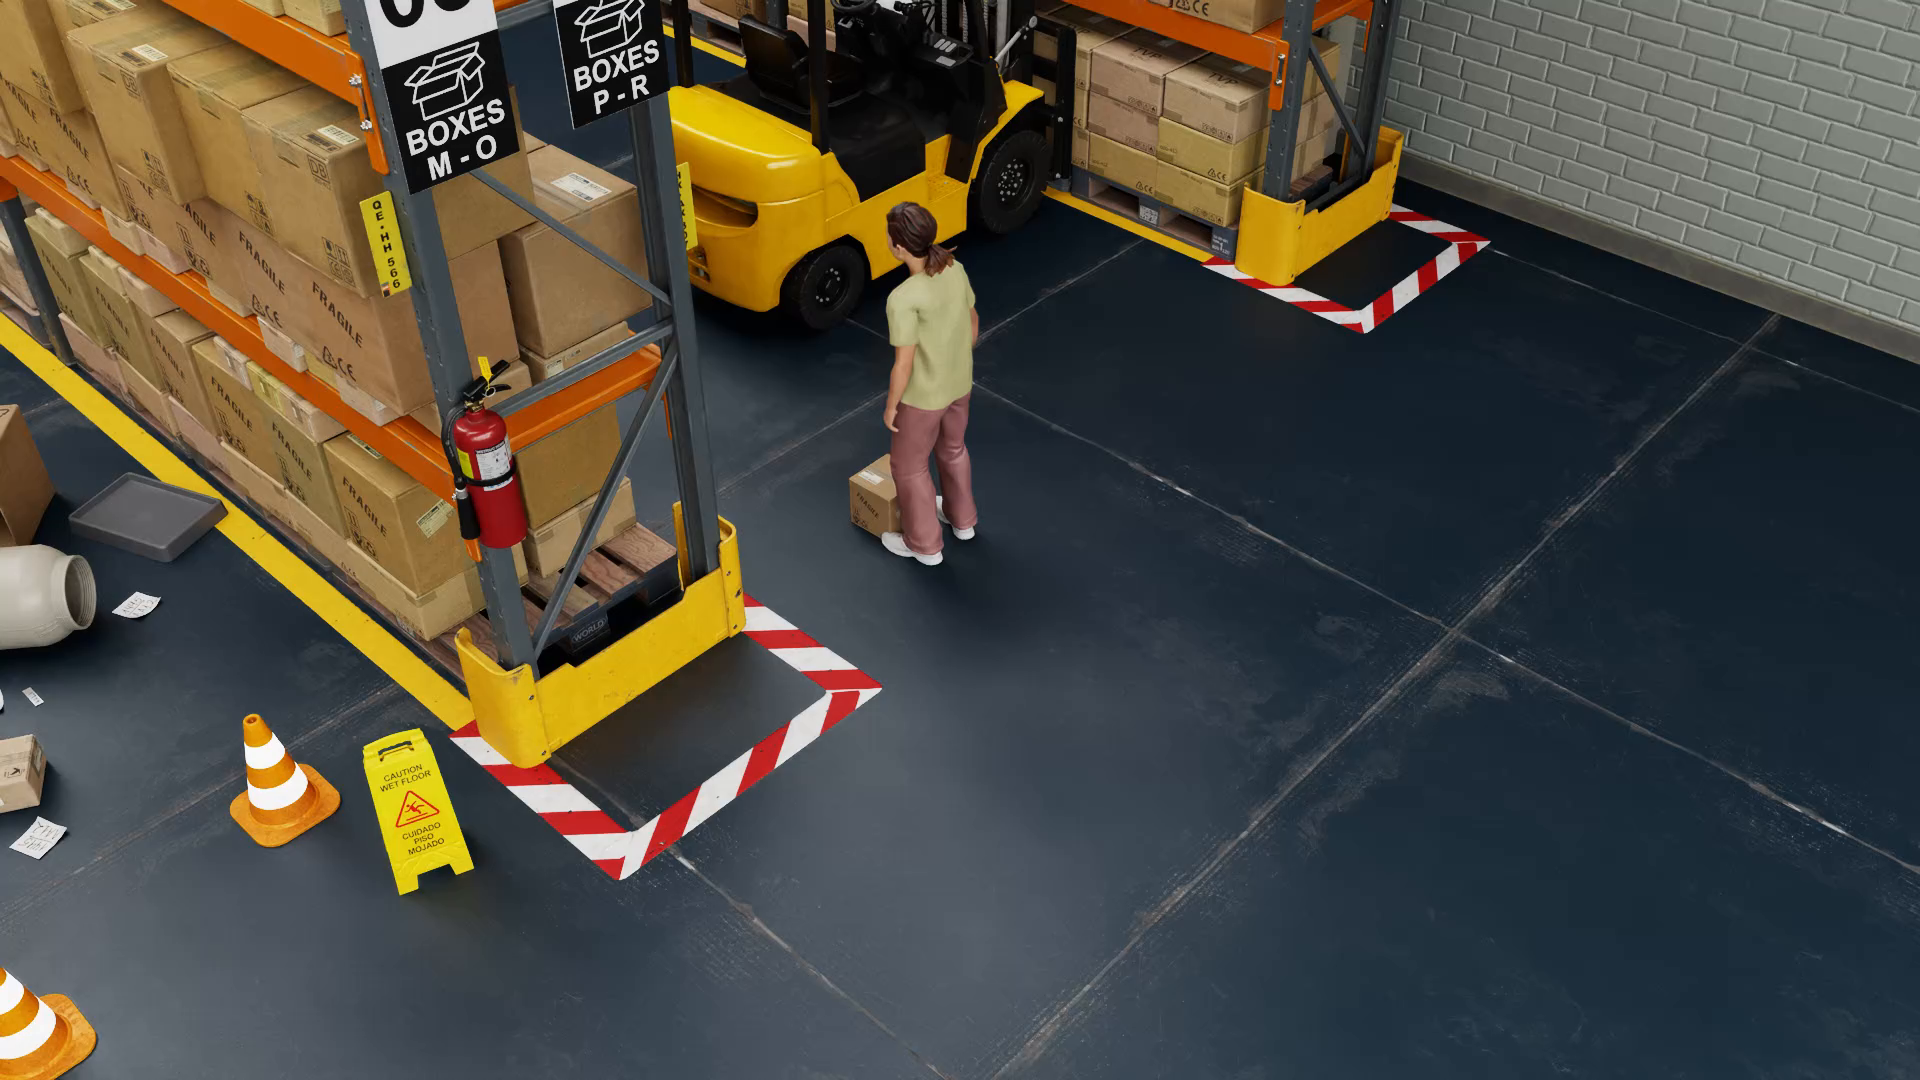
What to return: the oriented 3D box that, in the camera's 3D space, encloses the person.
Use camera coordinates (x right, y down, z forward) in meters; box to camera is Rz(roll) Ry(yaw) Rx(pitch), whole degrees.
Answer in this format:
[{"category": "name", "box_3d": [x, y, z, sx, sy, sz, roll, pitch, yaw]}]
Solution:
[{"category": "person", "box_3d": [-0.135, -0.631, 6.921, 0.350, 1.672, 0.507, 29, 48, 31]}]
